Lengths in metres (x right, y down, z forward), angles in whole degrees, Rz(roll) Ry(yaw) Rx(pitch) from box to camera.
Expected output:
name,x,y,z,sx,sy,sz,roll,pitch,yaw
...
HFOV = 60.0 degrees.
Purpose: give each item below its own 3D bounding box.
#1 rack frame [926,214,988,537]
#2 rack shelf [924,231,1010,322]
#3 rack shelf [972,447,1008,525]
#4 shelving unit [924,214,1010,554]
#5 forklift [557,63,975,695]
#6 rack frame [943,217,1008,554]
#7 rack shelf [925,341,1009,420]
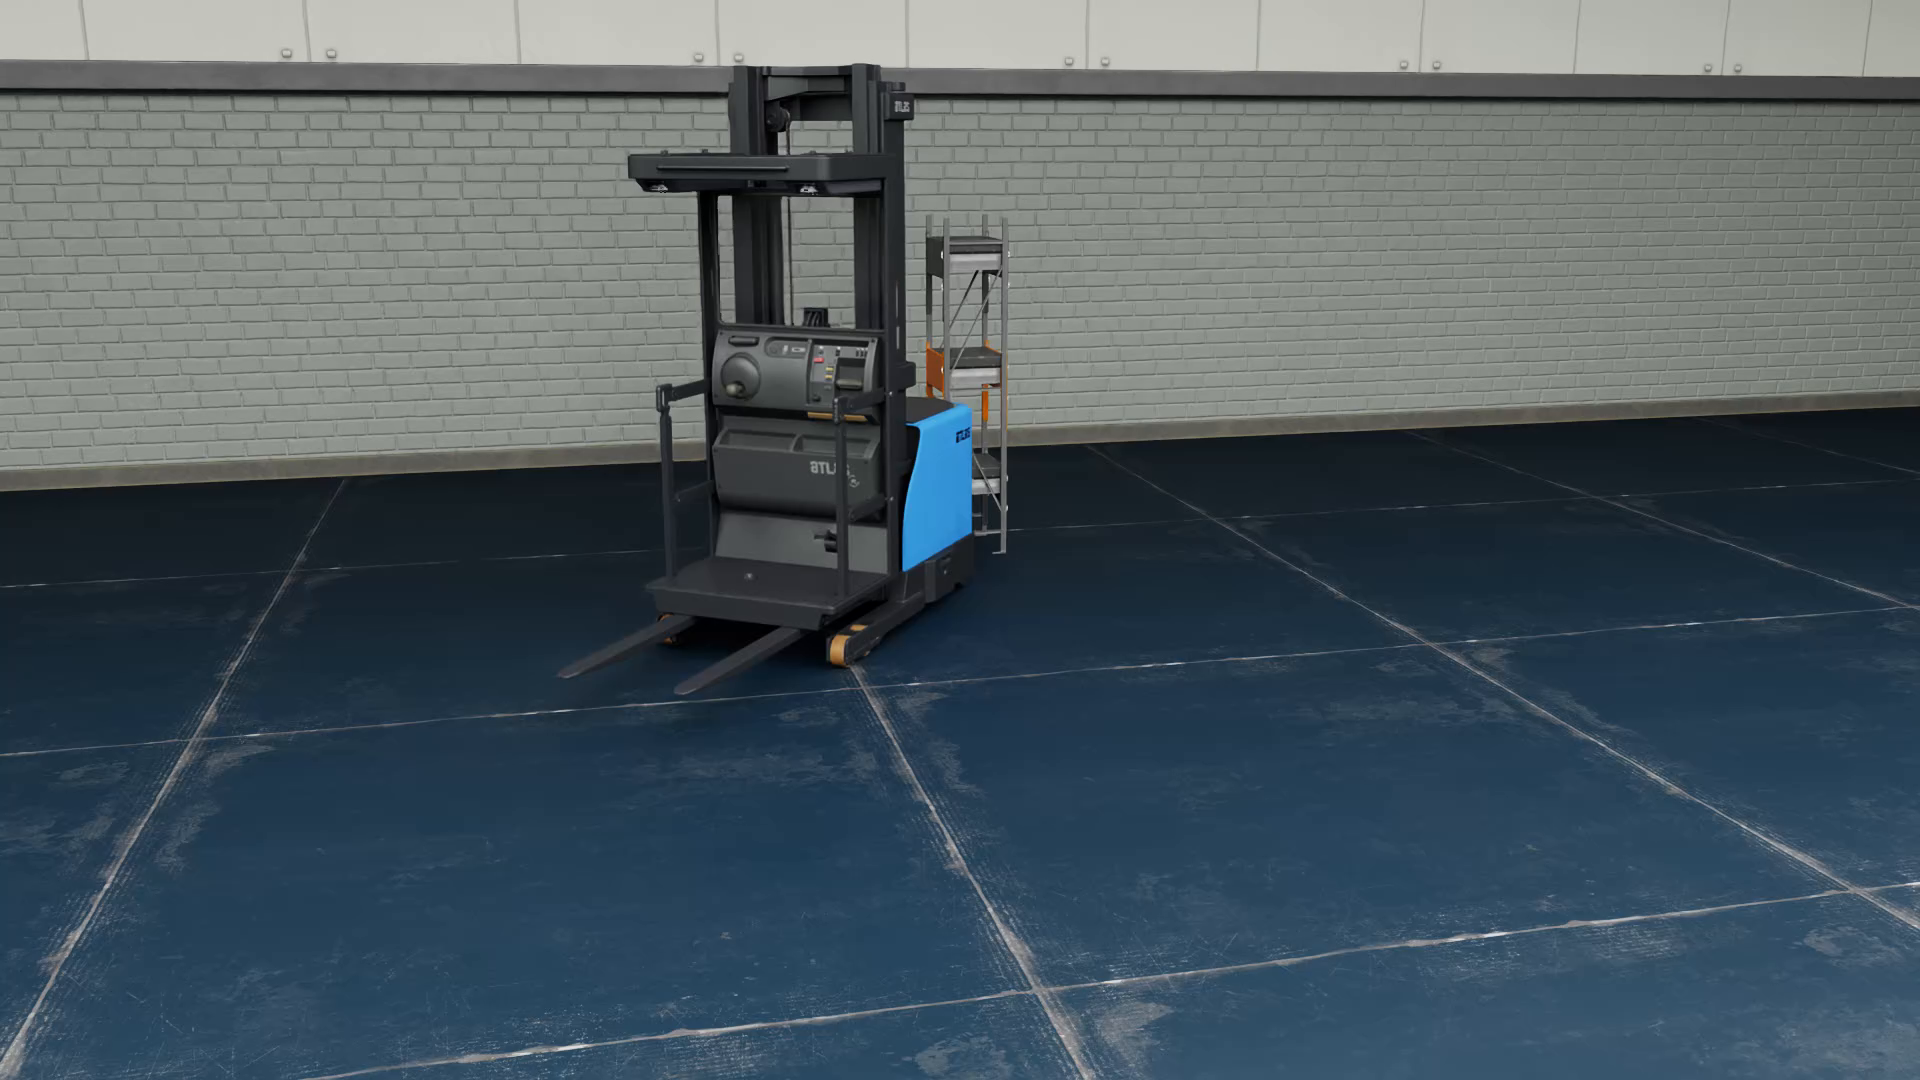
name,x,y,z,sx,sy,sz,roll,pitch,yaw
rack frame,-0.018,-1.038,10.752,0.400,2.100,0.015,-3,14,-13
rack shelf,0.039,-1.649,10.359,0.431,0.518,0.480,-3,14,-13
rack shelf,0.039,-0.289,10.691,0.431,0.518,0.480,-3,14,-13
shelving unit,0.039,-0.982,10.522,0.431,2.100,0.503,-3,14,-13
forklift,-0.939,-0.898,8.428,1.130,2.935,3.031,6,15,21
rack frame,0.096,-0.926,10.291,0.400,2.100,0.015,-3,14,-13
rack shelf,0.039,-0.969,10.525,0.431,0.518,0.480,-3,14,-13
